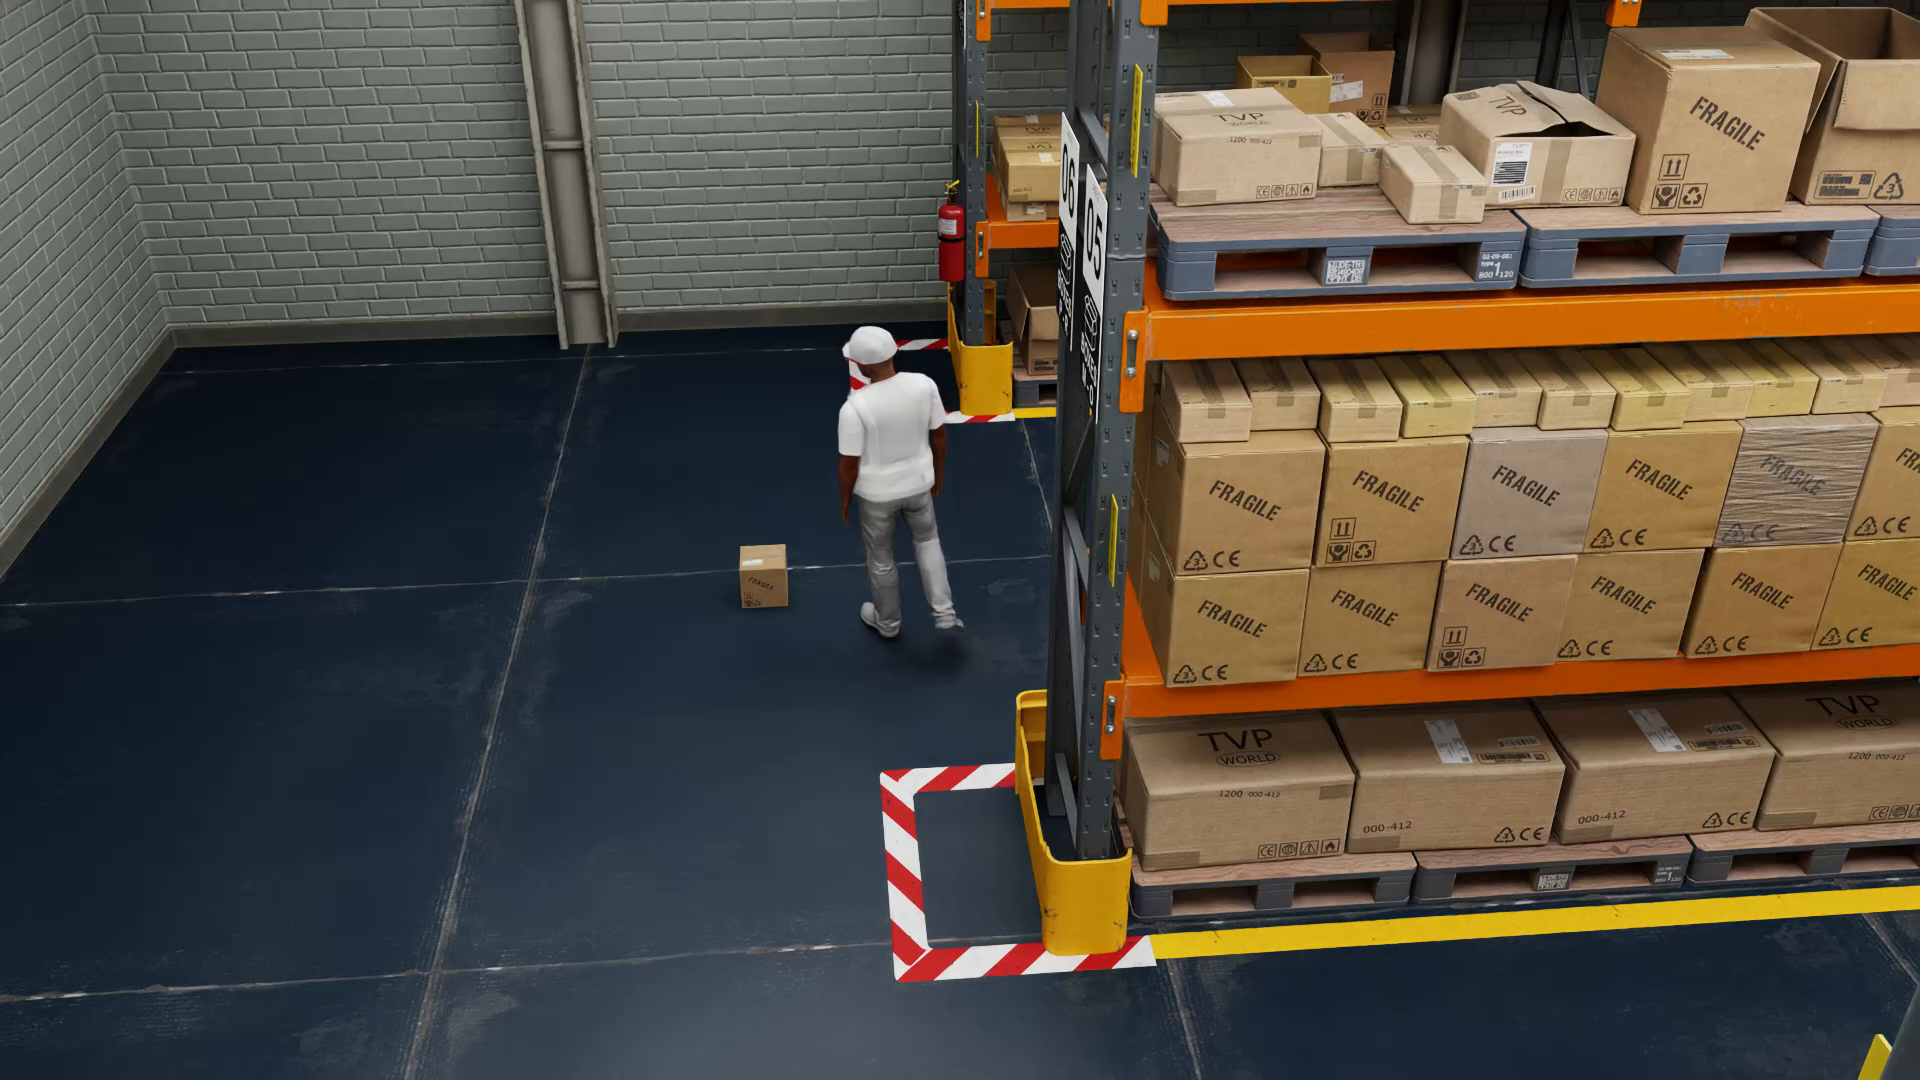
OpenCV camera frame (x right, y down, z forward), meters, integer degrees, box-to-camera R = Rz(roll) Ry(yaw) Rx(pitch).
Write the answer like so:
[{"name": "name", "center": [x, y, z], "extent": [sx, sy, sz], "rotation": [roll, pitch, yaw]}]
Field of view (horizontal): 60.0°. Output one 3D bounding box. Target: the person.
[{"name": "person", "center": [-0.308, -0.238, 8.382], "extent": [0.599, 1.766, 0.654], "rotation": [-14, 34, -23]}]
